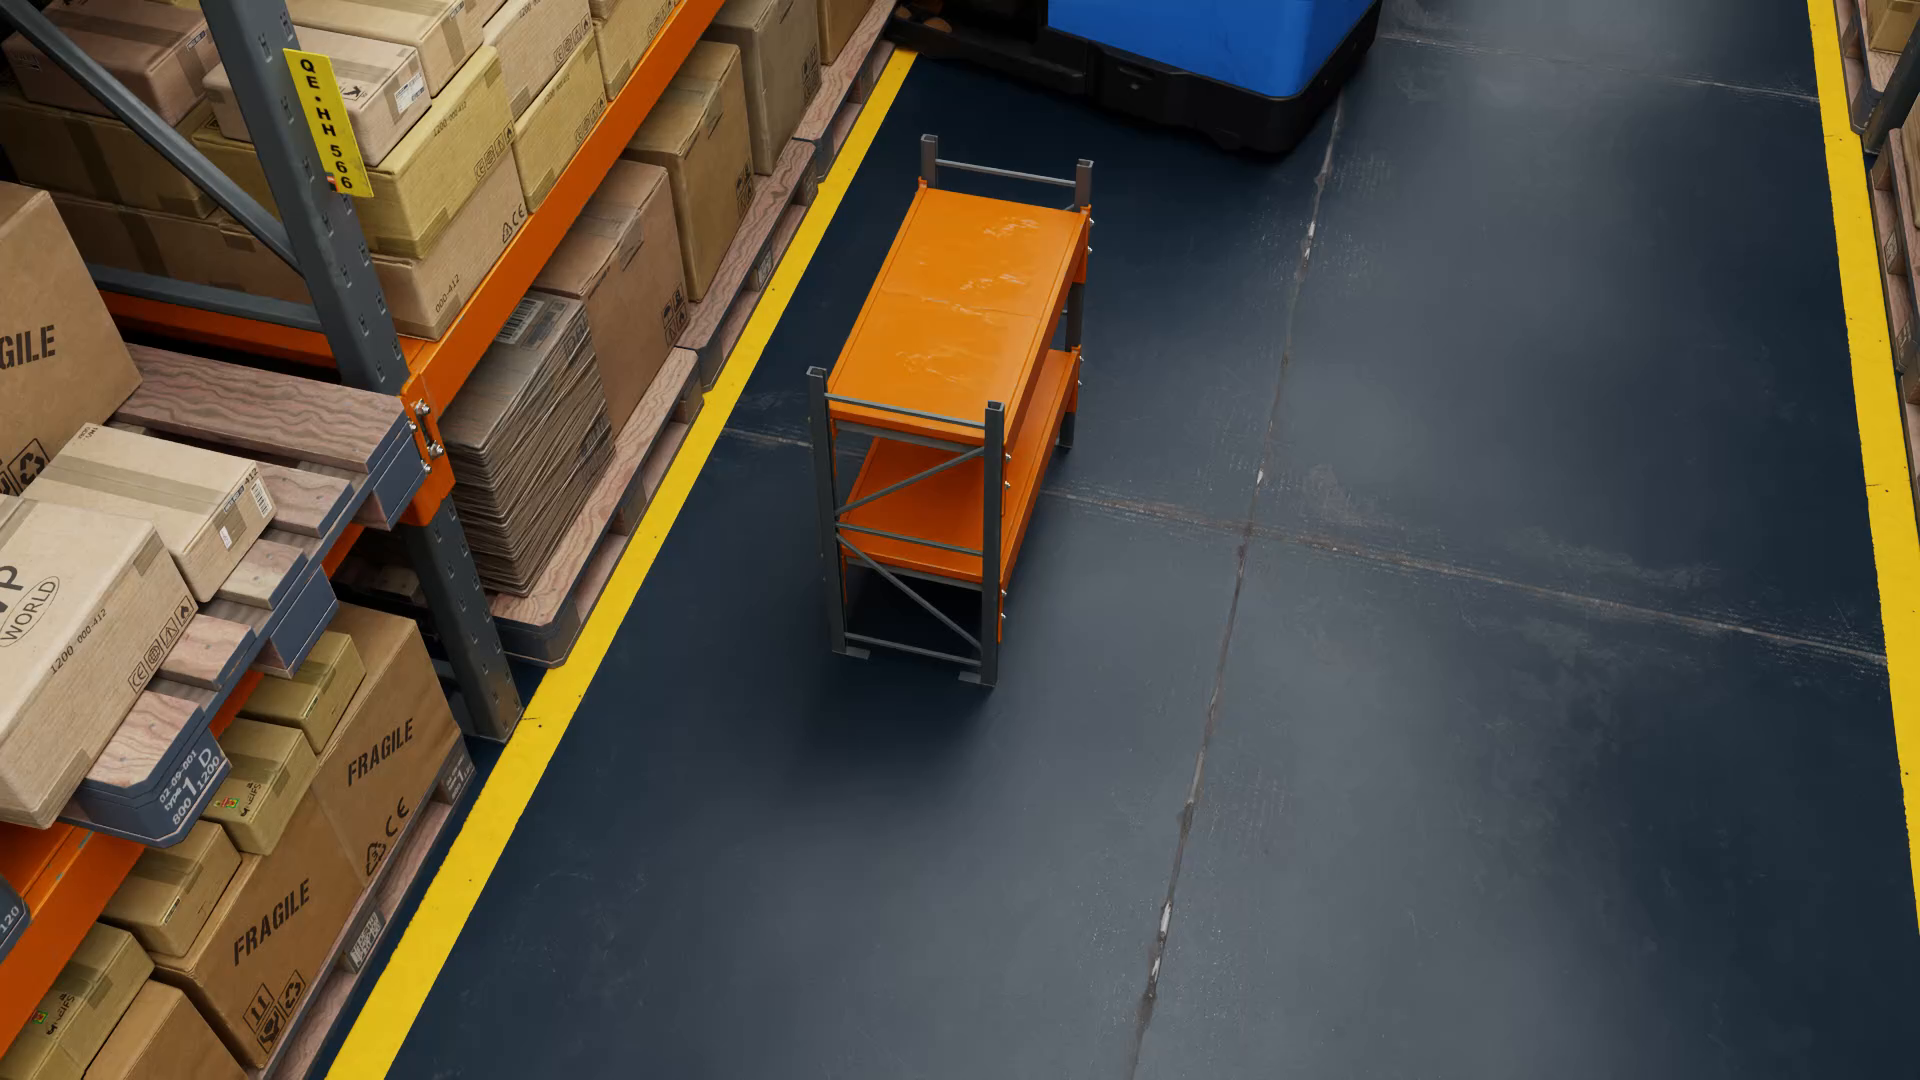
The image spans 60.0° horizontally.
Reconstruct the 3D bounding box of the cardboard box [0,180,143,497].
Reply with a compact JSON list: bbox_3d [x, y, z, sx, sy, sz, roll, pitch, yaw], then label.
[{"bbox_3d":[-2.044,-0.381,3.239,0.500,0.500,0.500,14,50,12],"label":"cardboard box"}]

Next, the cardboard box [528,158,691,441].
[{"bbox_3d":[-1.416,-0.827,5.283,0.875,0.625,0.625,13,50,11],"label":"cardboard box"}]

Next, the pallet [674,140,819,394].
[{"bbox_3d":[-1.180,-1.096,6.076,1.003,0.211,1.213,12,50,10],"label":"pallet"}]

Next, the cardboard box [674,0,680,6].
[{"bbox_3d":[-1.001,-1.886,5.014,0.500,0.250,0.500,13,50,11],"label":"cardboard box"}]

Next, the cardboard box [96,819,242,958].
[{"bbox_3d":[-1.797,0.715,3.573,0.380,0.149,0.250,10,49,9],"label":"cardboard box"}]

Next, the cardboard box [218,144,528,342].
[{"bbox_3d":[-1.405,-0.774,4.032,0.500,0.250,0.500,12,50,10],"label":"cardboard box"}]

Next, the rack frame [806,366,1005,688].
[{"bbox_3d":[-0.136,0.000,4.499,0.500,1.125,0.032,12,50,10],"label":"rack frame"}]

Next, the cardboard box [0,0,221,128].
[{"bbox_3d":[-1.867,-1.074,3.698,0.380,0.149,0.250,13,50,11],"label":"cardboard box"}]

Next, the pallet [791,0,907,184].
[{"bbox_3d":[-0.861,-1.981,6.857,1.003,0.211,1.213,12,50,10],"label":"pallet"}]

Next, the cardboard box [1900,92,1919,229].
[{"bbox_3d":[3.949,-1.357,5.919,0.950,0.372,0.625,12,50,11],"label":"cardboard box"}]

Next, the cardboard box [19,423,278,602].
[{"bbox_3d":[-1.560,-0.056,3.186,0.380,0.149,0.250,12,50,11],"label":"cardboard box"}]

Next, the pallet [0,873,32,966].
[{"bbox_3d":[-2.265,0.920,2.565,1.003,0.211,1.213,12,50,10],"label":"pallet"}]

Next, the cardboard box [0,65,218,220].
[{"bbox_3d":[-1.907,-1.046,3.939,0.500,0.250,0.500,13,50,11],"label":"cardboard box"}]

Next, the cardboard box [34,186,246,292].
[{"bbox_3d":[-1.886,-0.877,4.123,0.500,0.250,0.500,11,49,9],"label":"cardboard box"}]

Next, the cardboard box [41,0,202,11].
[{"bbox_3d":[-1.906,-1.285,3.884,0.380,0.149,0.250,13,50,11],"label":"cardboard box"}]

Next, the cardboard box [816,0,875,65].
[{"bbox_3d":[-0.831,-2.418,6.687,0.875,0.625,0.625,14,50,12],"label":"cardboard box"}]

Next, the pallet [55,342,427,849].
[{"bbox_3d":[-1.868,0.017,3.363,1.213,0.211,1.003,12,50,10],"label":"pallet"}]

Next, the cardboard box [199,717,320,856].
[{"bbox_3d":[-1.685,0.533,3.733,0.380,0.149,0.250,9,49,8],"label":"cardboard box"}]

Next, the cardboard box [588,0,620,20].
[{"bbox_3d":[-1.117,-1.676,4.495,0.500,0.250,0.500,10,49,9],"label":"cardboard box"}]

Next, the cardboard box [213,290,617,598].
[{"bbox_3d":[-1.580,-0.352,4.864,0.875,0.625,0.625,13,50,11],"label":"cardboard box"}]

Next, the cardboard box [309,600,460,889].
[{"bbox_3d":[-1.661,0.486,4.208,0.500,0.500,0.500,13,50,11],"label":"cardboard box"}]

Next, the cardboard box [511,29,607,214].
[{"bbox_3d":[-1.268,-1.137,4.353,0.500,0.250,0.500,11,49,9],"label":"cardboard box"}]

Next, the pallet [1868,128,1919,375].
[{"bbox_3d":[3.881,-0.981,5.975,1.003,0.211,1.213,12,50,10],"label":"pallet"}]

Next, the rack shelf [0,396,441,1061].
[{"bbox_3d":[-2.284,1.134,2.728,1.077,0.370,4.000,12,50,10],"label":"rack shelf"}]

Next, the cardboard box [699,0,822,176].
[{"bbox_3d":[-1.043,-1.858,6.193,0.875,0.625,0.625,11,50,10],"label":"cardboard box"}]

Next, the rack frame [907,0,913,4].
[{"bbox_3d":[-0.705,-3.444,6.289,1.000,3.000,0.127,12,50,10],"label":"rack frame"}]

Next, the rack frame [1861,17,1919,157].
[{"bbox_3d":[4.085,-2.467,5.427,1.000,3.000,0.127,12,50,10],"label":"rack frame"}]

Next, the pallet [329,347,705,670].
[{"bbox_3d":[-1.503,-0.216,5.300,1.003,0.211,1.213,12,50,10],"label":"pallet"}]

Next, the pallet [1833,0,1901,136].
[{"bbox_3d":[4.228,-2.037,6.907,1.003,0.211,1.213,12,50,10],"label":"pallet"}]

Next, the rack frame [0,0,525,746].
[{"bbox_3d":[-1.757,-0.551,3.736,1.000,3.000,0.127,12,50,10],"label":"rack frame"}]

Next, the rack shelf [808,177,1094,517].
[{"bbox_3d":[-0.002,-0.561,4.605,0.538,0.278,1.000,12,50,10],"label":"rack shelf"}]

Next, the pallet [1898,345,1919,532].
[{"bbox_3d":[3.562,-0.096,5.194,1.003,0.211,1.213,12,50,10],"label":"pallet"}]

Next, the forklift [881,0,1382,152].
[{"bbox_3d":[0.220,-3.321,6.226,3.031,2.935,1.130,24,53,20],"label":"forklift"}]

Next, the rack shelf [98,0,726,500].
[{"bbox_3d":[-1.231,-1.759,5.282,1.077,0.370,4.000,12,50,10],"label":"rack shelf"}]

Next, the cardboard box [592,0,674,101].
[{"bbox_3d":[-1.139,-1.511,4.683,0.500,0.250,0.500,10,49,9],"label":"cardboard box"}]

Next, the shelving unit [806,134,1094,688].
[{"bbox_3d":[-0.002,-0.367,4.824,0.538,1.125,1.048,12,50,10],"label":"shelving unit"}]

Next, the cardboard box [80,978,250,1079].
[{"bbox_3d":[-1.938,1.225,3.556,0.500,0.500,0.500,14,50,12],"label":"cardboard box"}]

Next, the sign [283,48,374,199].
[{"bbox_3d":[-1.231,-0.808,3.243,0.100,0.325,0.005,12,50,10],"label":"sign"}]

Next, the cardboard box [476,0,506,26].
[{"bbox_3d":[-1.278,-1.355,3.946,0.380,0.149,0.250,13,50,11],"label":"cardboard box"}]

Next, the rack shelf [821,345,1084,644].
[{"bbox_3d":[-0.002,-0.206,5.007,0.538,0.278,1.000,12,50,10],"label":"rack shelf"}]

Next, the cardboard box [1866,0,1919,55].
[{"bbox_3d":[3.981,-2.177,6.725,0.500,0.250,0.500,14,50,12],"label":"cardboard box"}]

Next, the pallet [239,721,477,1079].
[{"bbox_3d":[-1.990,0.904,4.311,1.003,0.211,1.213,12,50,10],"label":"pallet"}]

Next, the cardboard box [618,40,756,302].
[{"bbox_3d":[-1.239,-1.314,5.713,0.875,0.625,0.625,10,49,8],"label":"cardboard box"}]

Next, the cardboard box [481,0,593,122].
[{"bbox_3d":[-1.272,-1.301,4.164,0.500,0.250,0.500,13,50,11],"label":"cardboard box"}]

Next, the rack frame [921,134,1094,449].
[{"bbox_3d":[0.132,-0.735,5.148,0.500,1.125,0.032,12,50,10],"label":"rack frame"}]

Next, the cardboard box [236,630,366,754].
[{"bbox_3d":[-1.643,0.330,3.913,0.380,0.149,0.250,9,49,8],"label":"cardboard box"}]

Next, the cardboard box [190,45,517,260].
[{"bbox_3d":[-1.381,-0.934,3.841,0.500,0.250,0.500,12,50,10],"label":"cardboard box"}]

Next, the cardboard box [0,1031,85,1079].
[{"bbox_3d":[-1.975,1.078,3.253,0.380,0.149,0.250,11,49,9],"label":"cardboard box"}]

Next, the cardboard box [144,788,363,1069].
[{"bbox_3d":[-1.803,0.846,3.890,0.500,0.500,0.500,11,49,9],"label":"cardboard box"}]

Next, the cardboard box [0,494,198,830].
[{"bbox_3d":[-1.723,0.187,2.904,0.500,0.250,0.500,9,49,8],"label":"cardboard box"}]

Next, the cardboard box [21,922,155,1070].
[{"bbox_3d":[-1.910,0.897,3.412,0.380,0.149,0.250,13,50,11],"label":"cardboard box"}]

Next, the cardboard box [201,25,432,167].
[{"bbox_3d":[-1.389,-0.971,3.607,0.380,0.149,0.250,13,50,11],"label":"cardboard box"}]

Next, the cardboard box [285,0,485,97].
[{"bbox_3d":[-1.320,-1.164,3.778,0.380,0.149,0.250,13,50,11],"label":"cardboard box"}]
